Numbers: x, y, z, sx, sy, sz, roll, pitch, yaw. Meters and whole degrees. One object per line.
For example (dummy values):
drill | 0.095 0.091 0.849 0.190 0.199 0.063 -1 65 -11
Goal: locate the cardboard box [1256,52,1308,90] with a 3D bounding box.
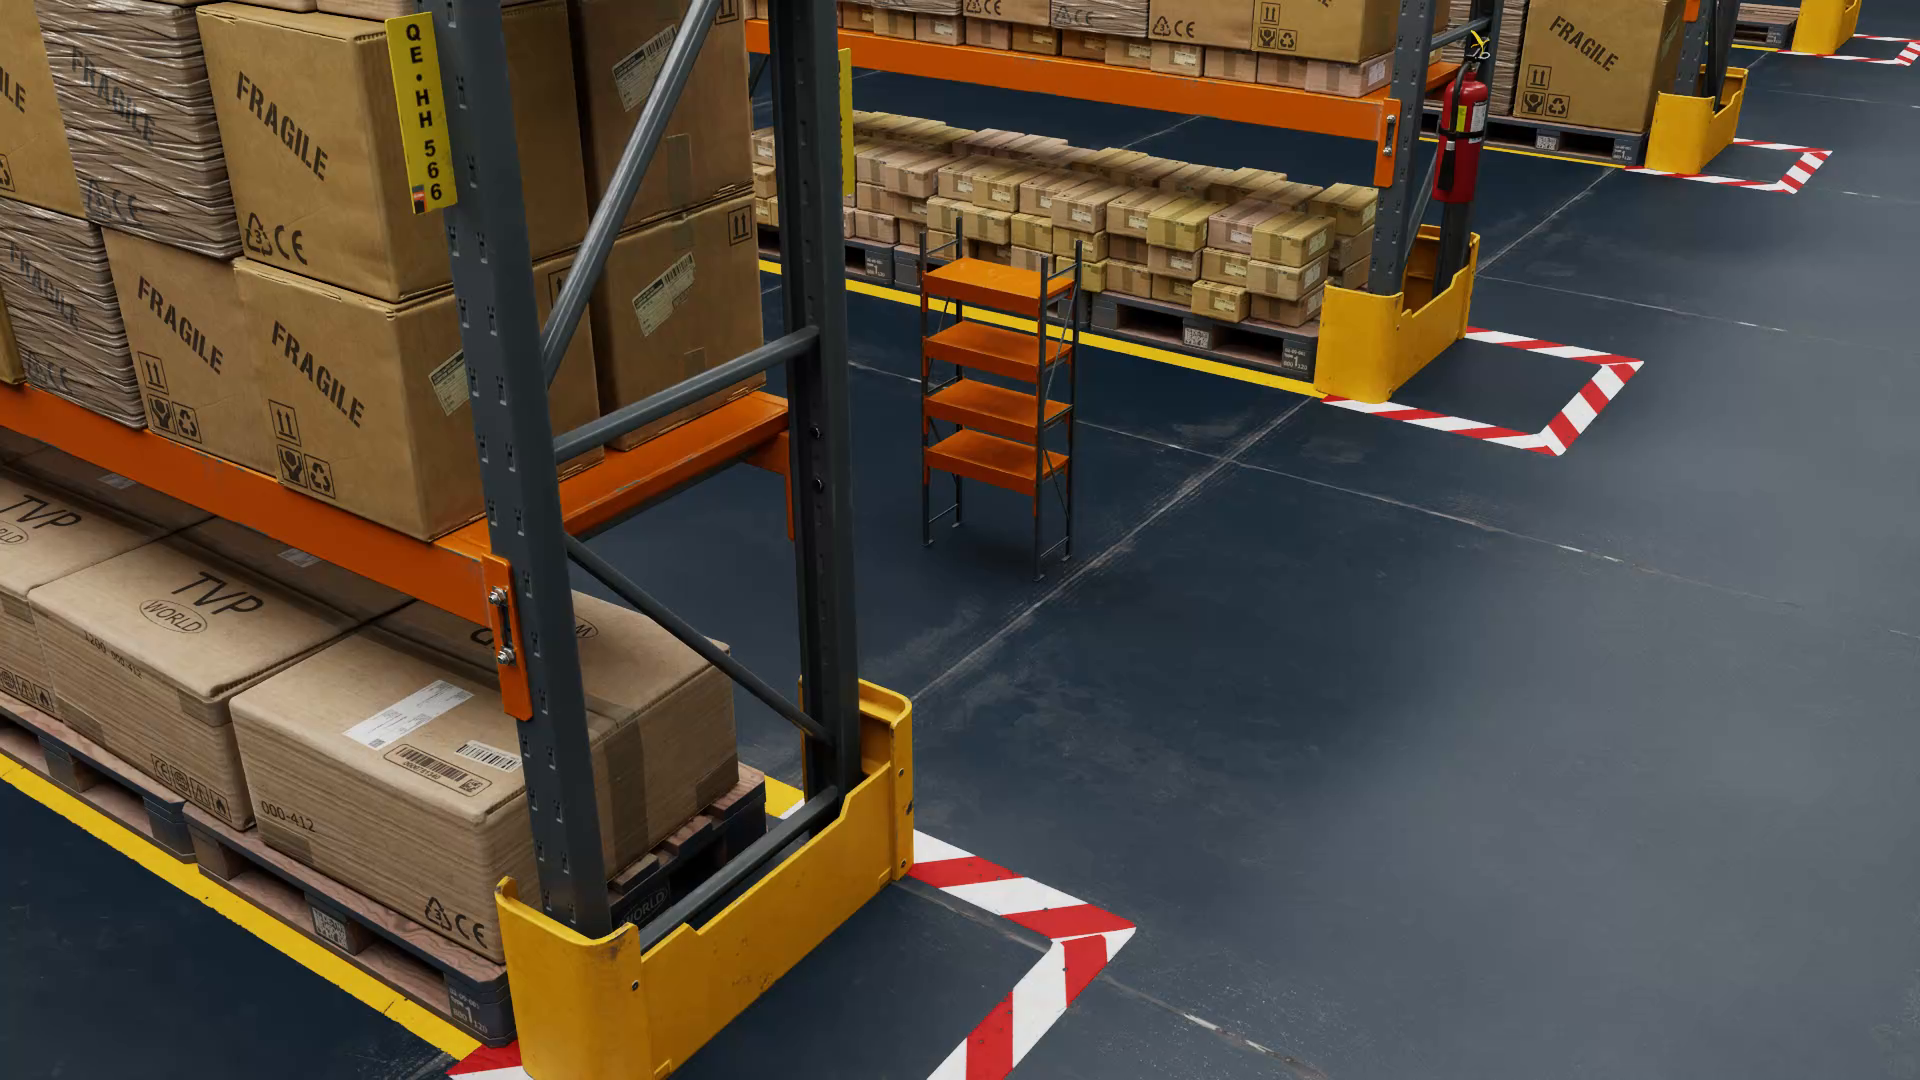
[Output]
cardboard box | 1.515 -2.121 7.388 0.250 0.149 0.380 17 32 30

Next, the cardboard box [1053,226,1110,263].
cardboard box | 0.668 -1.516 8.274 0.250 0.149 0.380 18 32 31

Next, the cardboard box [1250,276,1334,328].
cardboard box | 1.576 -1.151 7.885 0.250 0.149 0.380 18 32 31

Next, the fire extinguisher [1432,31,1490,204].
fire extinguisher | 2.074 -1.739 6.857 0.183 0.674 0.296 17 32 30

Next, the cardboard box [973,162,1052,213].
cardboard box | 0.271 -1.809 8.522 0.250 0.149 0.380 17 32 31

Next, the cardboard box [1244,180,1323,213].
cardboard box | 1.593 -1.646 8.202 0.250 0.149 0.380 18 32 31

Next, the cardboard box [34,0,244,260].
cardboard box | -1.571 -0.949 3.595 0.500 0.500 0.500 17 32 30

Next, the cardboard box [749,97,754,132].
cardboard box | -1.628 -2.566 10.279 0.500 0.500 0.500 19 32 32

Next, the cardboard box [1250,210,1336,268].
cardboard box | 1.548 -1.400 7.718 0.250 0.149 0.380 18 32 31

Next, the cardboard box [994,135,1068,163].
cardboard box | 0.388 -2.085 9.063 0.250 0.149 0.380 16 31 29

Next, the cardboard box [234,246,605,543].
cardboard box | -1.139 -0.370 3.560 0.500 0.500 0.500 18 32 31

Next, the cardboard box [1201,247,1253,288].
cardboard box | 1.346 -1.342 7.933 0.250 0.149 0.380 16 31 29

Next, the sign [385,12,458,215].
sign | -0.910 -0.723 2.826 0.005 0.325 0.100 17 32 30

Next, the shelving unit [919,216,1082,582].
shelving unit | 0.136 -0.492 5.894 0.503 1.200 0.258 17 32 30

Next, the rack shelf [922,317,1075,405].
rack shelf | 0.136 -0.632 5.823 0.480 0.148 0.258 17 32 30

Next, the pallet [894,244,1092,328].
pallet | 0.414 -1.489 8.944 1.213 0.211 1.003 17 32 30

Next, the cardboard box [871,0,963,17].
cardboard box | -0.097 -2.893 8.189 0.500 0.500 0.500 17 31 29

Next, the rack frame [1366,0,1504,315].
rack frame | 2.128 -2.177 7.221 0.127 3.000 1.000 17 32 30

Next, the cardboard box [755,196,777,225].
cardboard box | -1.051 -1.907 9.371 0.250 0.149 0.380 16 31 28

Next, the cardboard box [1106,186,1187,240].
cardboard box | 0.910 -1.595 8.102 0.250 0.149 0.380 16 31 28

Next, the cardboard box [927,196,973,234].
cardboard box | 0.035 -1.722 8.679 0.250 0.149 0.380 17 32 30

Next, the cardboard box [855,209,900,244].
cardboard box | -0.360 -1.748 9.058 0.250 0.149 0.380 17 31 29

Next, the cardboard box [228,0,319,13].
cardboard box | -1.224 -1.153 3.281 0.250 0.149 0.380 18 32 31

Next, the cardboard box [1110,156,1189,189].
cardboard box | 0.983 -1.866 8.634 0.250 0.149 0.380 19 32 32

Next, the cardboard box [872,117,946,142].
cardboard box | -0.287 -2.280 9.447 0.250 0.149 0.380 17 32 30

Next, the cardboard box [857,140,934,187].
cardboard box | -0.345 -2.022 8.941 0.250 0.149 0.380 16 31 29

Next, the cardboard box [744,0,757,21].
cardboard box | -1.121 -2.897 8.913 0.250 0.149 0.380 19 32 32

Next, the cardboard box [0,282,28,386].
cardboard box | -2.407 -0.761 4.327 0.500 0.500 0.500 18 32 32

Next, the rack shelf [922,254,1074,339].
rack shelf | 0.136 -0.842 5.716 0.480 0.148 0.258 17 32 30

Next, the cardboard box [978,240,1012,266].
cardboard box | 0.301 -1.550 8.670 0.250 0.149 0.380 18 32 32

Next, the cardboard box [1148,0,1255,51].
cardboard box | 1.190 -2.508 7.432 0.500 0.500 0.500 17 31 30

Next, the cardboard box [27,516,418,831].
cardboard box | -1.951 0.290 4.735 0.875 0.438 0.875 18 32 32

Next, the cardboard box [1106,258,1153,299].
cardboard box | 0.926 -1.338 8.252 0.250 0.149 0.380 18 32 31

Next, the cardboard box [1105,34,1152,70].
cardboard box | 0.876 -2.315 7.770 0.250 0.149 0.380 16 31 28

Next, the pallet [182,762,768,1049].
pallet | -1.295 0.766 4.512 1.213 0.211 1.003 17 32 30

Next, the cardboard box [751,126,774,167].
cardboard box | -1.003 -2.220 9.330 0.250 0.149 0.380 19 32 32

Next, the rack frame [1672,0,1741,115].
rack frame | 5.019 -4.006 10.814 0.127 3.000 1.000 17 32 30

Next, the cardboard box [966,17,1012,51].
cardboard box | 0.239 -2.526 8.183 0.250 0.149 0.380 19 32 32

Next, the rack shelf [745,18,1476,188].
rack shelf | 0.479 -2.370 8.393 4.000 0.370 1.077 17 32 30

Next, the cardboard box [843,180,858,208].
cardboard box | -0.571 -1.960 9.147 0.250 0.149 0.380 17 32 30

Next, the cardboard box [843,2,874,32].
cardboard box | -0.396 -2.738 8.600 0.250 0.149 0.380 16 31 28

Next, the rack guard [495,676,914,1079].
rack guard | -0.572 0.820 4.088 0.348 0.500 1.175 17 32 30
